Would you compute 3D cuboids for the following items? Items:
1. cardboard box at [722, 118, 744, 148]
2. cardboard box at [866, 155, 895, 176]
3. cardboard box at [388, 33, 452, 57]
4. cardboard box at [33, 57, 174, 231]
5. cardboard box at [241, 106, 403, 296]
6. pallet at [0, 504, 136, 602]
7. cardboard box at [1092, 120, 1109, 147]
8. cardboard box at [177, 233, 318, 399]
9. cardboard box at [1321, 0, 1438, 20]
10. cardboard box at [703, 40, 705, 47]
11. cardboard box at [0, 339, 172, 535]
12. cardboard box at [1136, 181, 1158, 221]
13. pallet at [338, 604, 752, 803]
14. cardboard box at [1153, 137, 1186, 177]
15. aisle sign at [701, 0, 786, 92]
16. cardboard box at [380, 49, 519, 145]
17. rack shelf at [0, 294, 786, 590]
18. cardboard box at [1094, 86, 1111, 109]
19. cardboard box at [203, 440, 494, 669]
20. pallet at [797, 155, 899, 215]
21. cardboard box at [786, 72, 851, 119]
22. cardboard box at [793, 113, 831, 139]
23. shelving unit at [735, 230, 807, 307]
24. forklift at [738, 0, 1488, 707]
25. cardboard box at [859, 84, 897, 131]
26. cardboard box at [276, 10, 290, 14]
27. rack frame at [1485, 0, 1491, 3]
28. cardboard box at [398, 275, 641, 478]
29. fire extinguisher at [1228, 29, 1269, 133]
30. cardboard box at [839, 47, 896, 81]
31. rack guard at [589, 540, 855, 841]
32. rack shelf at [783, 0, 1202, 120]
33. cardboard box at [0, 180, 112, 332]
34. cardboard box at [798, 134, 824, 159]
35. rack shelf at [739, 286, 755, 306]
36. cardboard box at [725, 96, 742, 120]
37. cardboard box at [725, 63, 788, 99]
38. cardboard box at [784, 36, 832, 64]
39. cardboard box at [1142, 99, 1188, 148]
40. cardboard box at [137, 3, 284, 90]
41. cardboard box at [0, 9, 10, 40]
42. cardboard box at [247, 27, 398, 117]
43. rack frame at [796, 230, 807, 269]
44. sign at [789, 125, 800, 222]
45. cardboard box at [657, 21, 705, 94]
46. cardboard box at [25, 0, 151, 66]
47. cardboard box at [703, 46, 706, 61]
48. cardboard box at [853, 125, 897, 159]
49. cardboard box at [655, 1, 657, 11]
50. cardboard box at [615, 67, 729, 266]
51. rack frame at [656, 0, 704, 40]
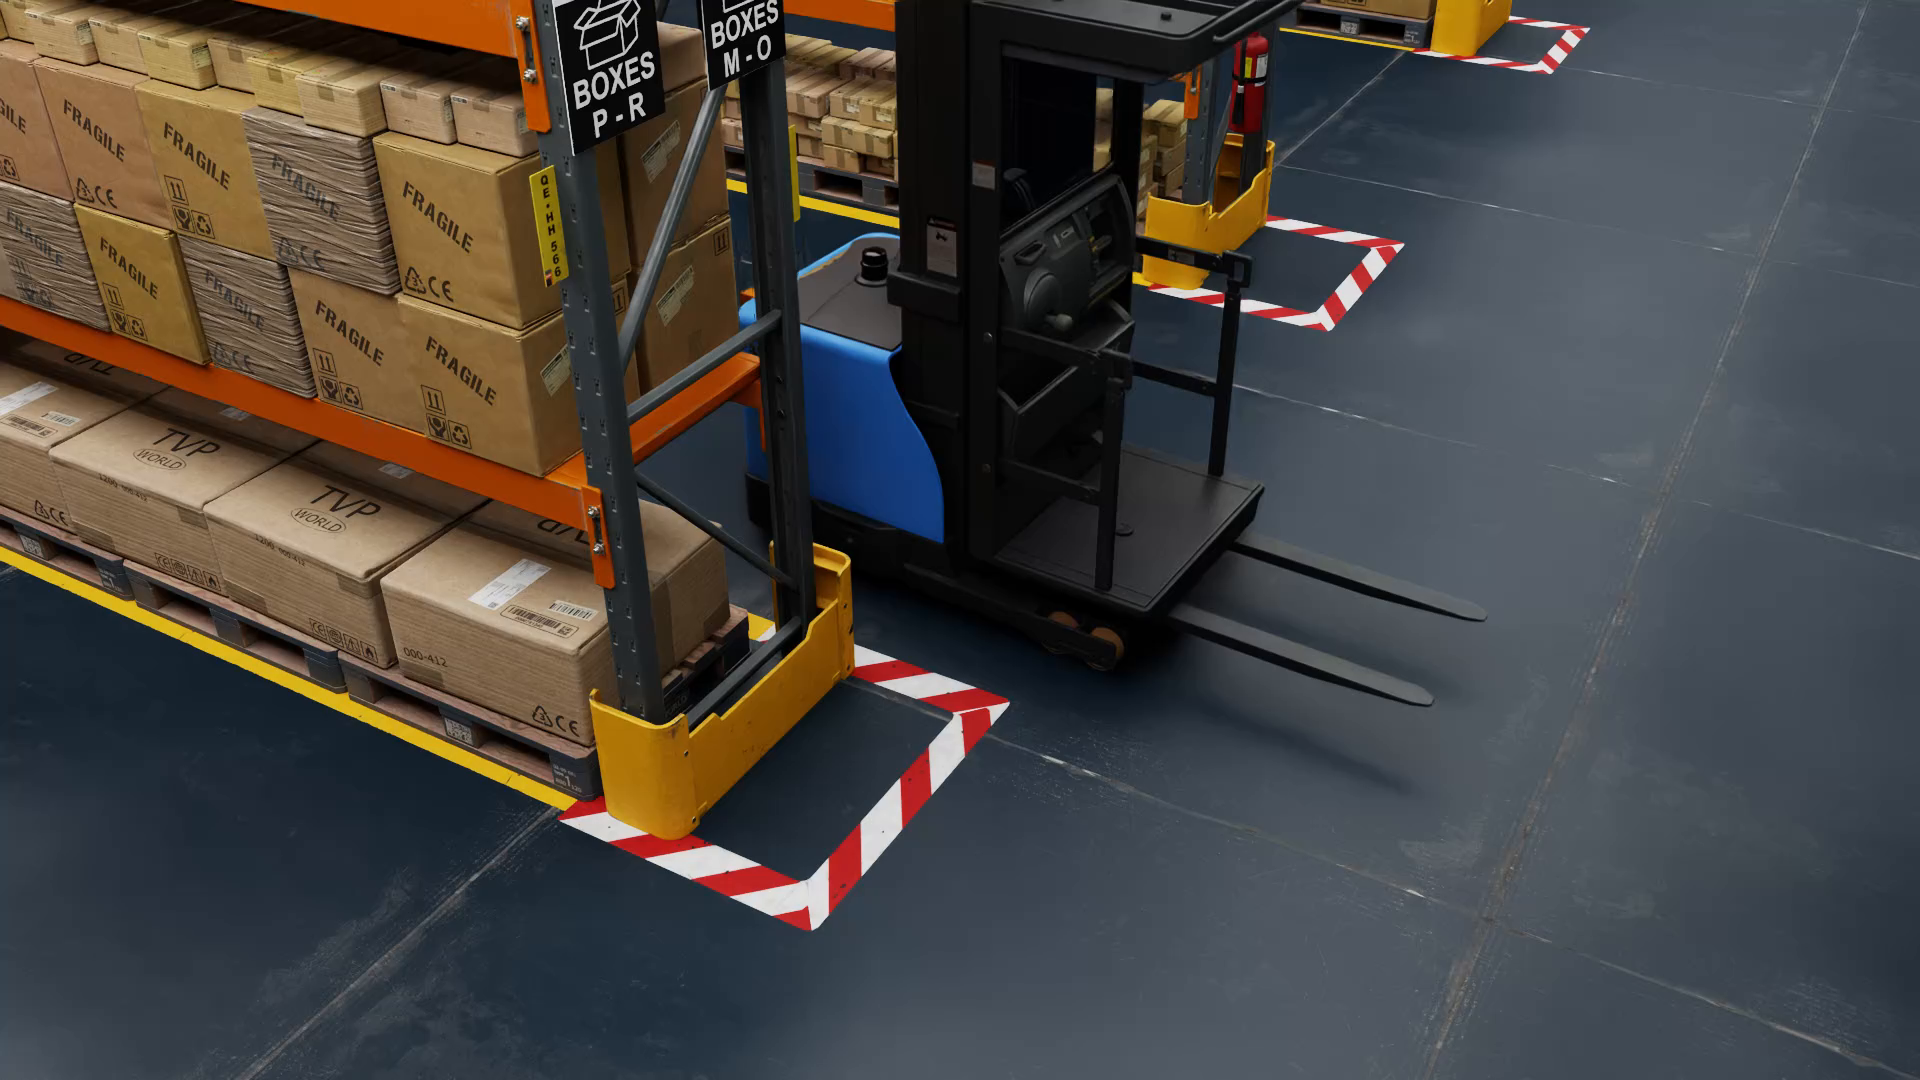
[{"bbox_3d":[-1.321,-2.666,10.740,0.250,0.149,0.380,17,37,24],"label":"cardboard box"},{"bbox_3d":[-0.381,-2.410,10.355,0.250,0.149,0.380,19,38,26],"label":"cardboard box"},{"bbox_3d":[-1.686,-1.726,5.558,0.250,0.149,0.380,16,37,23],"label":"cardboard box"},{"bbox_3d":[-2.715,-1.421,5.686,0.500,0.500,0.500,17,37,24],"label":"cardboard box"},{"bbox_3d":[-1.851,-1.144,5.270,0.500,0.500,0.500,18,38,25],"label":"cardboard box"},{"bbox_3d":[-3.698,-0.232,7.407,1.213,0.211,1.003,18,37,24],"label":"pallet"},{"bbox_3d":[0.747,-2.305,9.662,0.250,0.149,0.380,18,38,25],"label":"cardboard box"},{"bbox_3d":[-2.276,-0.868,5.757,0.500,0.500,0.500,19,38,26],"label":"cardboard box"},{"bbox_3d":[3.476,-4.736,13.194,0.875,0.875,0.875,18,37,24],"label":"cardboard box"},{"bbox_3d":[-1.513,-3.312,11.174,0.250,0.149,0.380,19,38,26],"label":"cardboard box"},{"bbox_3d":[-3.827,-0.523,7.262,0.875,0.438,0.875,17,37,24],"label":"cardboard box"},{"bbox_3d":[0.962,-1.981,9.712,0.250,0.149,0.380,18,38,25],"label":"cardboard box"},{"bbox_3d":[-1.579,0.439,6.400,1.213,0.211,1.003,18,37,24],"label":"pallet"},{"bbox_3d":[1.195,-2.328,9.965,0.250,0.149,0.380,19,38,26],"label":"cardboard box"},{"bbox_3d":[-0.640,-1.741,4.812,0.004,0.787,0.394,18,37,24],"label":"aisle sign"},{"bbox_3d":[-1.489,-1.327,4.959,0.250,0.149,0.380,18,38,25],"label":"cardboard box"},{"bbox_3d":[-2.583,-0.790,6.378,4.000,0.370,1.077,18,37,24],"label":"rack shelf"},{"bbox_3d":[0.782,-2.641,10.166,0.250,0.149,0.380,17,37,24],"label":"cardboard box"},{"bbox_3d":[-2.267,-0.028,6.519,0.875,0.438,0.875,19,38,26],"label":"cardboard box"},{"bbox_3d":[-0.287,-2.386,10.642,1.213,0.211,1.003,18,37,24],"label":"pallet"},{"bbox_3d":[-0.882,-2.770,10.360,0.250,0.149,0.380,18,38,25],"label":"cardboard box"},{"bbox_3d":[-0.841,-2.669,10.476,0.250,0.149,0.380,19,38,27],"label":"cardboard box"},{"bbox_3d":[-0.799,-0.785,7.347,0.189,1.200,0.258,20,38,27],"label":"shelving unit"},{"bbox_3d":[0.588,-1.047,6.179,3.031,2.935,1.130,20,38,27],"label":"forklift"},{"bbox_3d":[-0.410,-2.648,10.177,0.250,0.149,0.380,18,38,25],"label":"cardboard box"},{"bbox_3d":[-2.136,-1.861,5.762,0.250,0.149,0.380,18,38,25],"label":"cardboard box"},{"bbox_3d":[4.071,-5.308,12.515,0.127,3.000,1.000,18,37,24],"label":"rack frame"},{"bbox_3d":[-1.396,-0.586,5.333,0.500,0.500,0.500,18,38,25],"label":"cardboard box"},{"bbox_3d":[1.512,-2.470,8.659,0.183,0.674,0.296,18,37,24],"label":"fire extinguisher"},{"bbox_3d":[-0.584,-3.057,10.791,0.250,0.149,0.380,16,37,22],"label":"cardboard box"},{"bbox_3d":[-0.825,0.508,6.036,0.348,0.500,1.175,18,37,24],"label":"rack guard"},{"bbox_3d":[-0.214,-3.199,9.997,4.000,0.370,1.077,18,37,24],"label":"rack shelf"},{"bbox_3d":[-3.178,-1.145,6.174,0.500,0.500,0.500,18,38,25],"label":"cardboard box"},{"bbox_3d":[-0.825,-2.563,10.586,0.250,0.149,0.380,16,37,22],"label":"cardboard box"},{"bbox_3d":[-0.799,-1.048,7.172,0.180,0.103,0.258,20,38,27],"label":"rack shelf"},{"bbox_3d":[-1.301,-2.831,10.720,0.250,0.149,0.380,17,37,24],"label":"cardboard box"},{"bbox_3d":[-1.301,-2.940,10.615,0.250,0.149,0.380,17,37,24],"label":"cardboard box"},{"bbox_3d":[-1.051,-3.196,11.000,0.250,0.149,0.380,17,37,24],"label":"cardboard box"},{"bbox_3d":[1.236,-2.492,9.943,0.250,0.149,0.380,16,37,22],"label":"cardboard box"},{"bbox_3d":[-2.392,-1.594,5.359,0.250,0.149,0.380,19,38,26],"label":"cardboard box"},{"bbox_3d":[-3.299,-1.858,5.756,0.250,0.149,0.380,16,37,23],"label":"cardboard box"},{"bbox_3d":[-1.954,-1.447,5.139,0.250,0.149,0.380,18,38,25],"label":"cardboard box"},{"bbox_3d":[-0.722,-0.758,7.306,0.006,1.200,0.240,20,38,27],"label":"rack frame"},{"bbox_3d":[-0.566,-1.198,5.490,0.005,0.325,0.100,18,37,24],"label":"sign"},{"bbox_3d":[-1.017,-1.498,5.215,0.250,0.149,0.380,18,38,25],"label":"cardboard box"},{"bbox_3d":[-2.861,-1.727,5.560,0.250,0.149,0.380,18,38,25],"label":"cardboard box"},{"bbox_3d":[-1.754,-3.090,10.841,0.250,0.149,0.380,19,38,26],"label":"cardboard box"},{"bbox_3d":[-0.452,-2.489,10.206,0.250,0.149,0.380,18,38,25],"label":"cardboard box"},{"bbox_3d":[-2.461,-3.514,11.697,0.500,0.500,0.500,19,38,26],"label":"cardboard box"},{"bbox_3d":[-1.121,-1.266,5.452,0.500,0.500,0.500,17,37,23],"label":"cardboard box"},{"bbox_3d":[-1.951,-4.049,10.624,0.127,3.000,1.000,18,37,24],"label":"rack frame"}]
